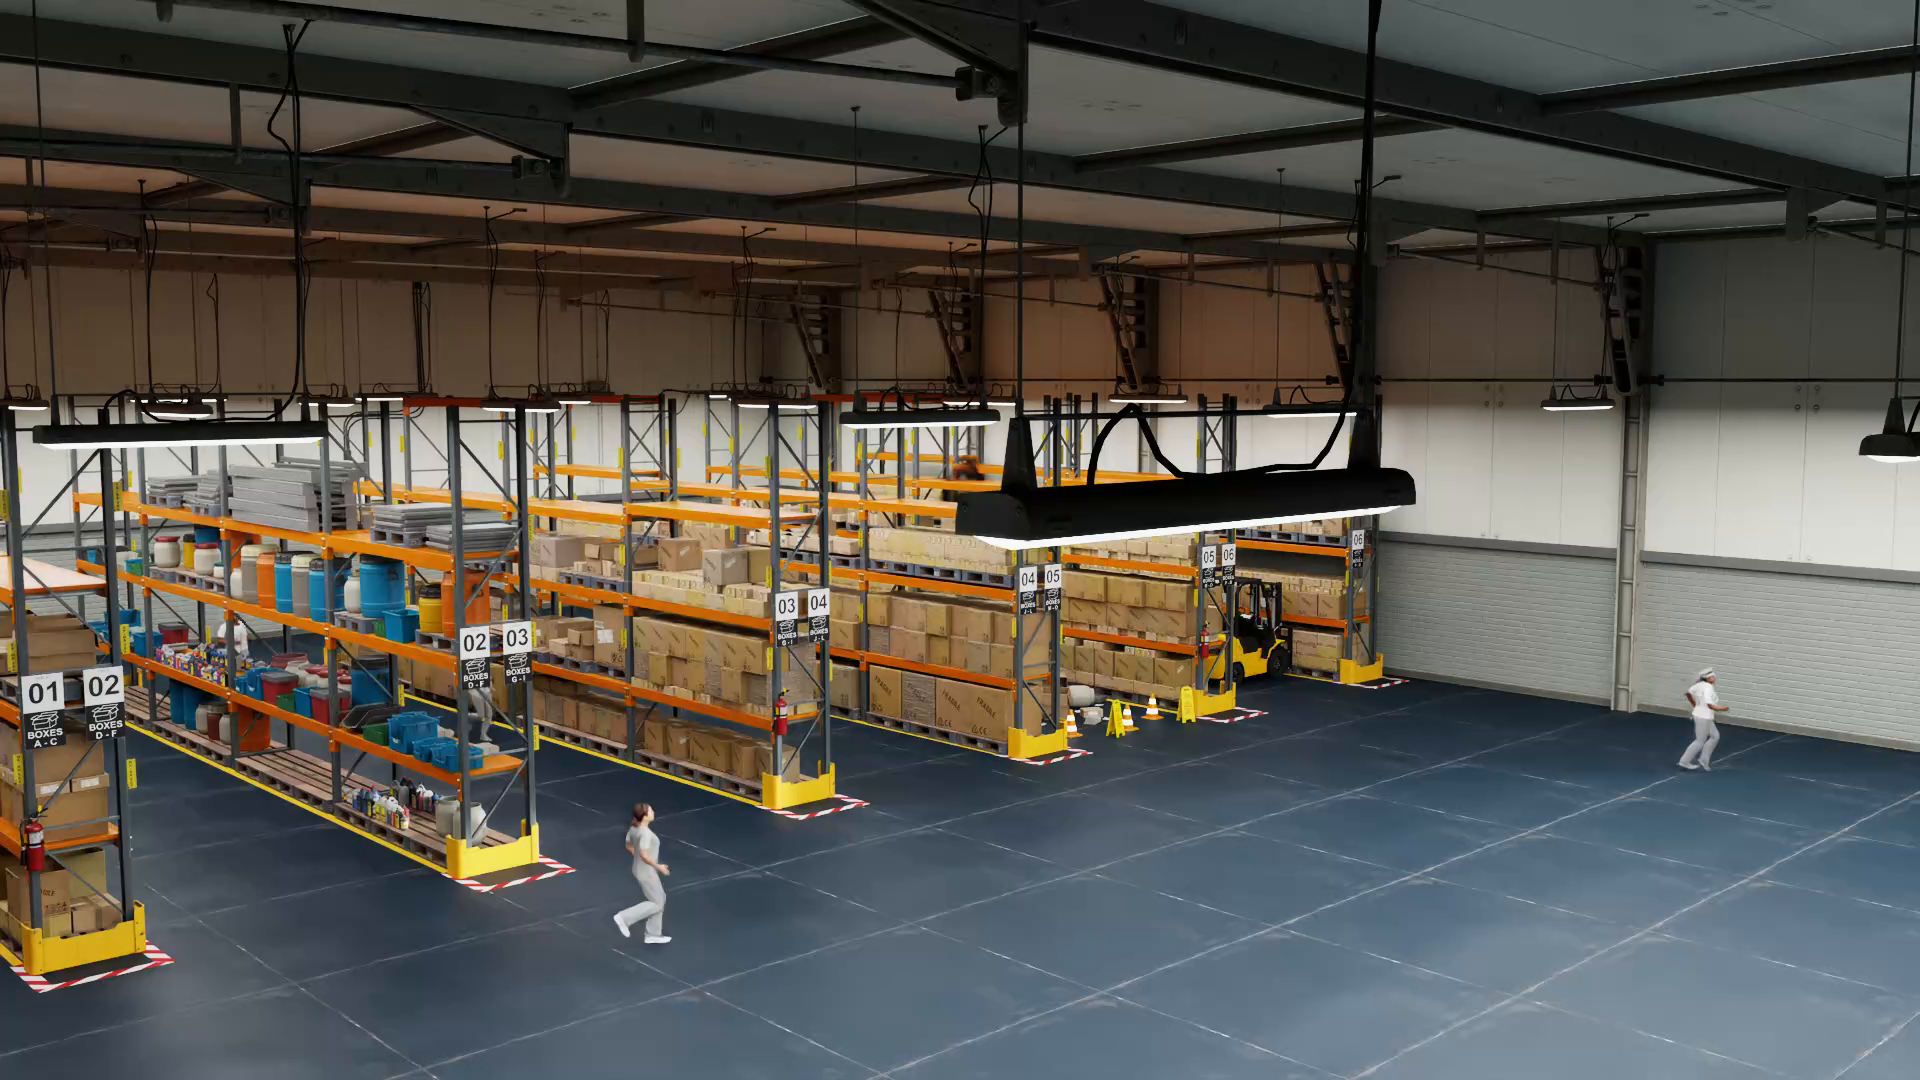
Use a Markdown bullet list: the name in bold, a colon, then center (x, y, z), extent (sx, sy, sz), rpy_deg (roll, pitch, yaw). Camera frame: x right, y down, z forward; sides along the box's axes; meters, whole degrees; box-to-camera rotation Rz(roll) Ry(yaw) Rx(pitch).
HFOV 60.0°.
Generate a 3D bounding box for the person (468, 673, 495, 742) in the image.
- **person**: center (-8.436, 2.690, 29.194), extent (0.642, 1.658, 0.615), rpy_deg (4, 7, 36)

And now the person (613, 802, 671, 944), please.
- **person**: center (-3.548, 3.724, 18.595), extent (0.611, 1.614, 0.550), rpy_deg (-3, 6, -28)

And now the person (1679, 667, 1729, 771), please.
- **person**: center (12.021, 2.915, 26.862), extent (0.728, 1.754, 0.588), rpy_deg (1, 6, 14)

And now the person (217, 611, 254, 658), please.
- **person**: center (-14.473, 2.259, 33.198), extent (0.687, 1.841, 0.732), rpy_deg (4, 7, 34)
